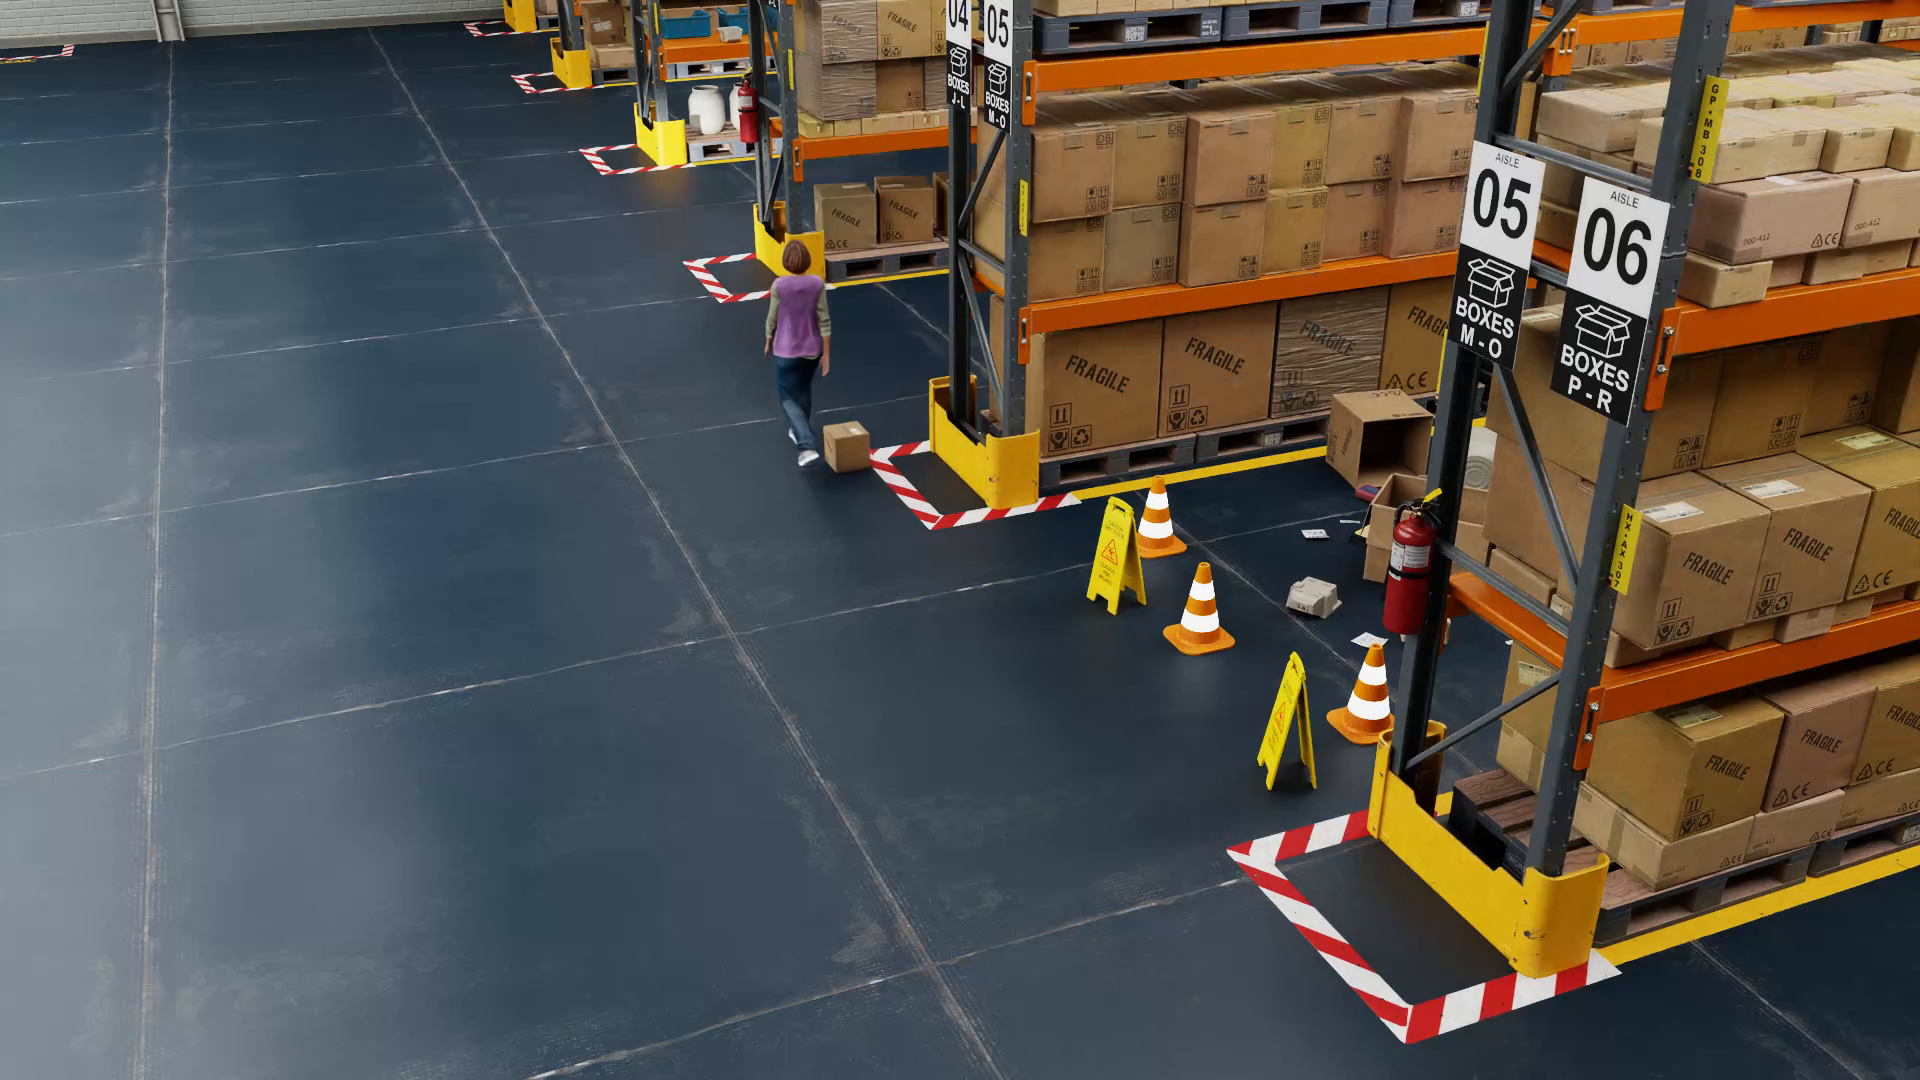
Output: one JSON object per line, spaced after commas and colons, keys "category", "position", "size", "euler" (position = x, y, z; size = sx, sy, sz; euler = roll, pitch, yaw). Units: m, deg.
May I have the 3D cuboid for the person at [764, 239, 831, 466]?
{"category": "person", "position": [-1.083, -1.267, 11.174], "size": [0.413, 1.548, 0.881], "euler": [-11, 28, -21]}
